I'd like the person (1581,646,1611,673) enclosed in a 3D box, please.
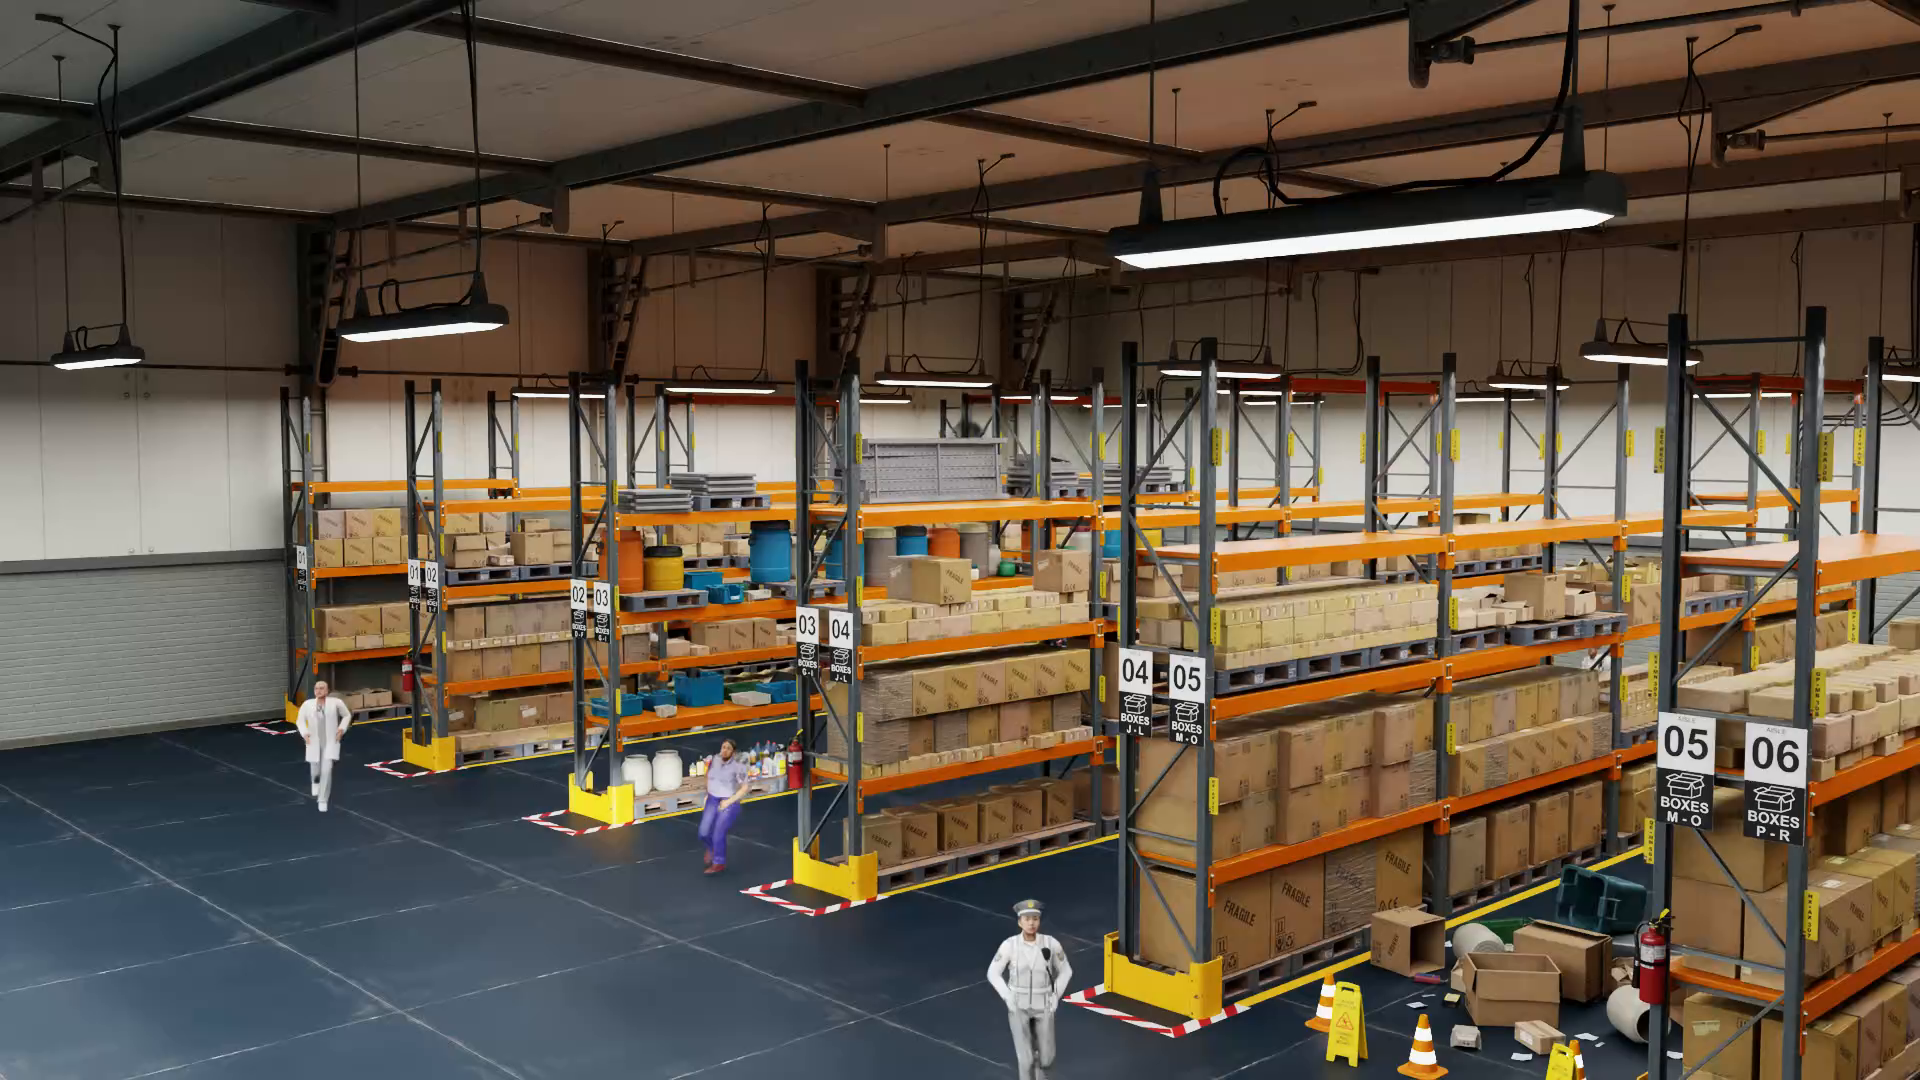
[{"bbox_3d":[10.763,2.527,28.034,0.680,1.719,0.813,3,5,43],"label":"person"}]

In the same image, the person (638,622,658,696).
[{"bbox_3d":[-5.851,2.325,31.213,0.596,1.686,0.903,3,5,40],"label":"person"}]

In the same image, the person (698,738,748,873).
[{"bbox_3d":[-2.795,3.132,19.572,0.673,1.591,0.514,1,4,22],"label":"person"}]

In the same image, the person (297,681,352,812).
[{"bbox_3d":[-8.816,2.826,23.072,0.717,1.768,0.826,-1,4,-13],"label":"person"}]

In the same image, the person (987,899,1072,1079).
[{"bbox_3d":[0.533,3.542,12.683,0.655,1.637,0.550,0,4,-1],"label":"person"}]
